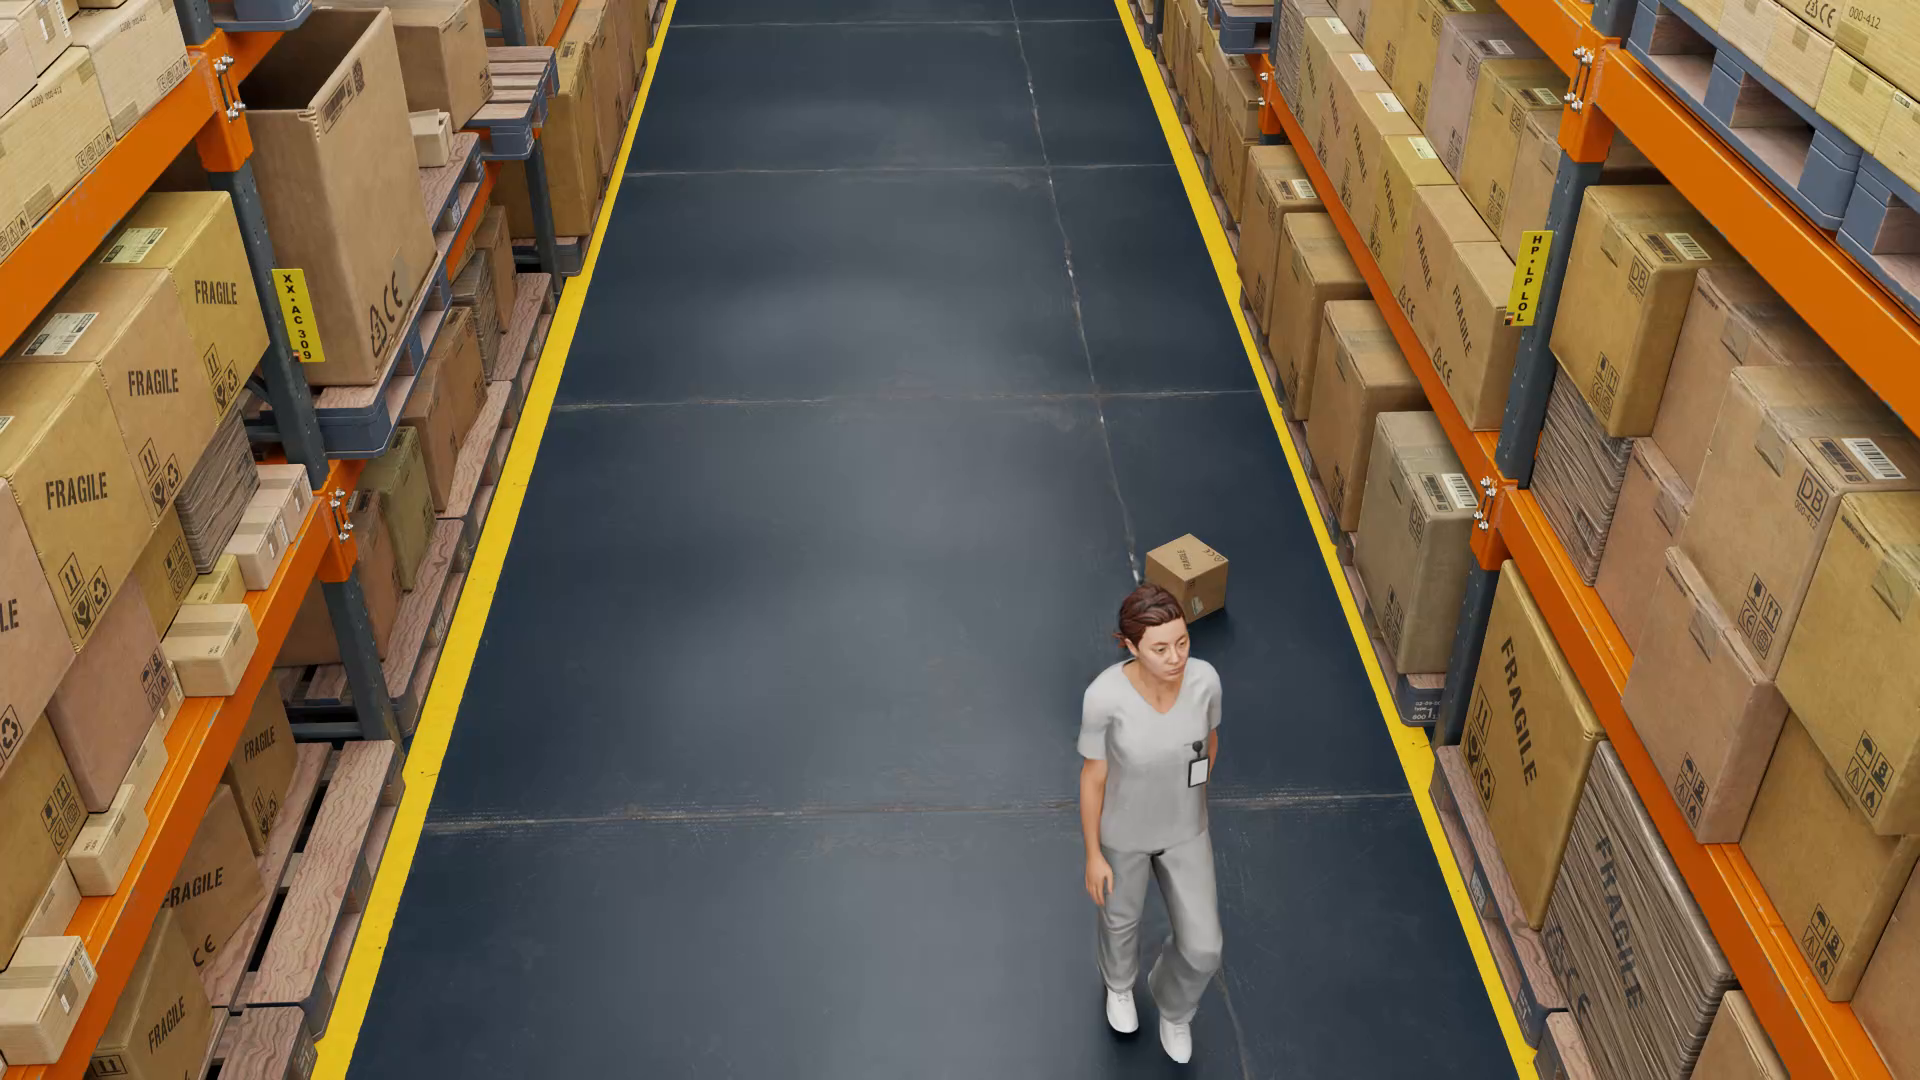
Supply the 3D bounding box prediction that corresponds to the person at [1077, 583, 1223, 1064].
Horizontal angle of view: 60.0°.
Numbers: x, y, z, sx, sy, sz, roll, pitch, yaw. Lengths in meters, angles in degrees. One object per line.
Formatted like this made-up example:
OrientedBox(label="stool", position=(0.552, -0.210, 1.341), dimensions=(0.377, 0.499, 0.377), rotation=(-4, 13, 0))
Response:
OrientedBox(label="person", position=(0.557, 0.893, 4.896), dimensions=(0.445, 1.707, 0.481), rotation=(-5, 36, -7))
